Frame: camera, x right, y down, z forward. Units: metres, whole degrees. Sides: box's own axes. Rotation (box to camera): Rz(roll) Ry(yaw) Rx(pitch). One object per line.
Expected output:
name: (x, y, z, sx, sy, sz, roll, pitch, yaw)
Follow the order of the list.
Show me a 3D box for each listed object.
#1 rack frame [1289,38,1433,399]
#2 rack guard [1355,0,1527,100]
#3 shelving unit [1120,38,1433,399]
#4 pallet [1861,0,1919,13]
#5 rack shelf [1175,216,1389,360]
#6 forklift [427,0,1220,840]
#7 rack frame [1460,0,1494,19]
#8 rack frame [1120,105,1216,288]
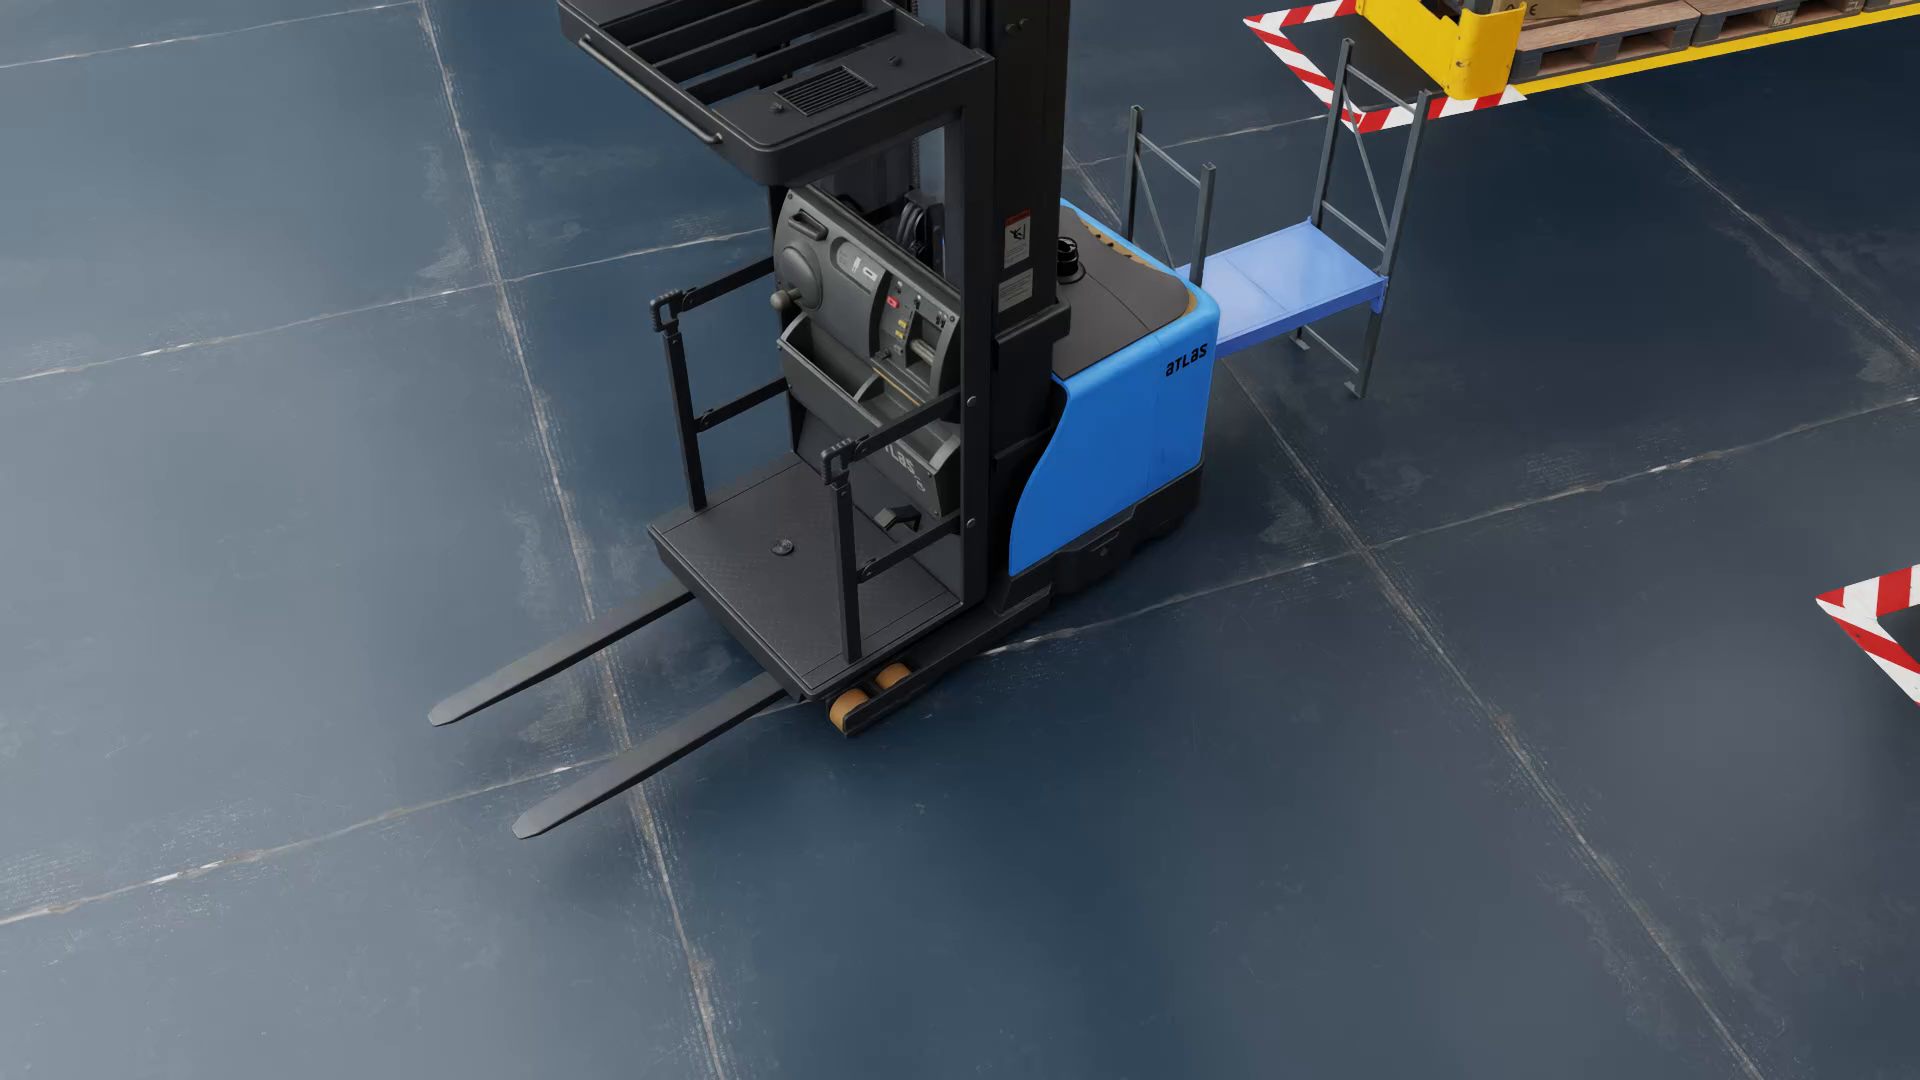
rack frame: (1.661, -1.315, 7.002, 0.032, 1.500, 0.500, -22, 49, -21)
rack guard: (2.694, -3.016, 9.403, 0.348, 0.500, 1.175, -14, 47, -14)
shelving unit: (1.221, -1.134, 6.822, 1.048, 1.500, 0.538, -22, 49, -21)
pallet: (5.765, -3.673, 10.262, 1.213, 0.211, 1.003, -14, 47, -14)
rack shelf: (1.221, -1.007, 6.949, 1.000, 0.185, 0.538, -22, 49, -21)
forklift: (8.688, 1.473, 3.212, 13.267, 2.935, 17.602, -30, 52, -27)
rack frame: (2.622, -3.880, 8.500, 0.127, 3.000, 1.000, -14, 47, -14)
rack frame: (0.782, -0.953, 6.641, 0.032, 1.500, 0.500, -22, 49, -21)
